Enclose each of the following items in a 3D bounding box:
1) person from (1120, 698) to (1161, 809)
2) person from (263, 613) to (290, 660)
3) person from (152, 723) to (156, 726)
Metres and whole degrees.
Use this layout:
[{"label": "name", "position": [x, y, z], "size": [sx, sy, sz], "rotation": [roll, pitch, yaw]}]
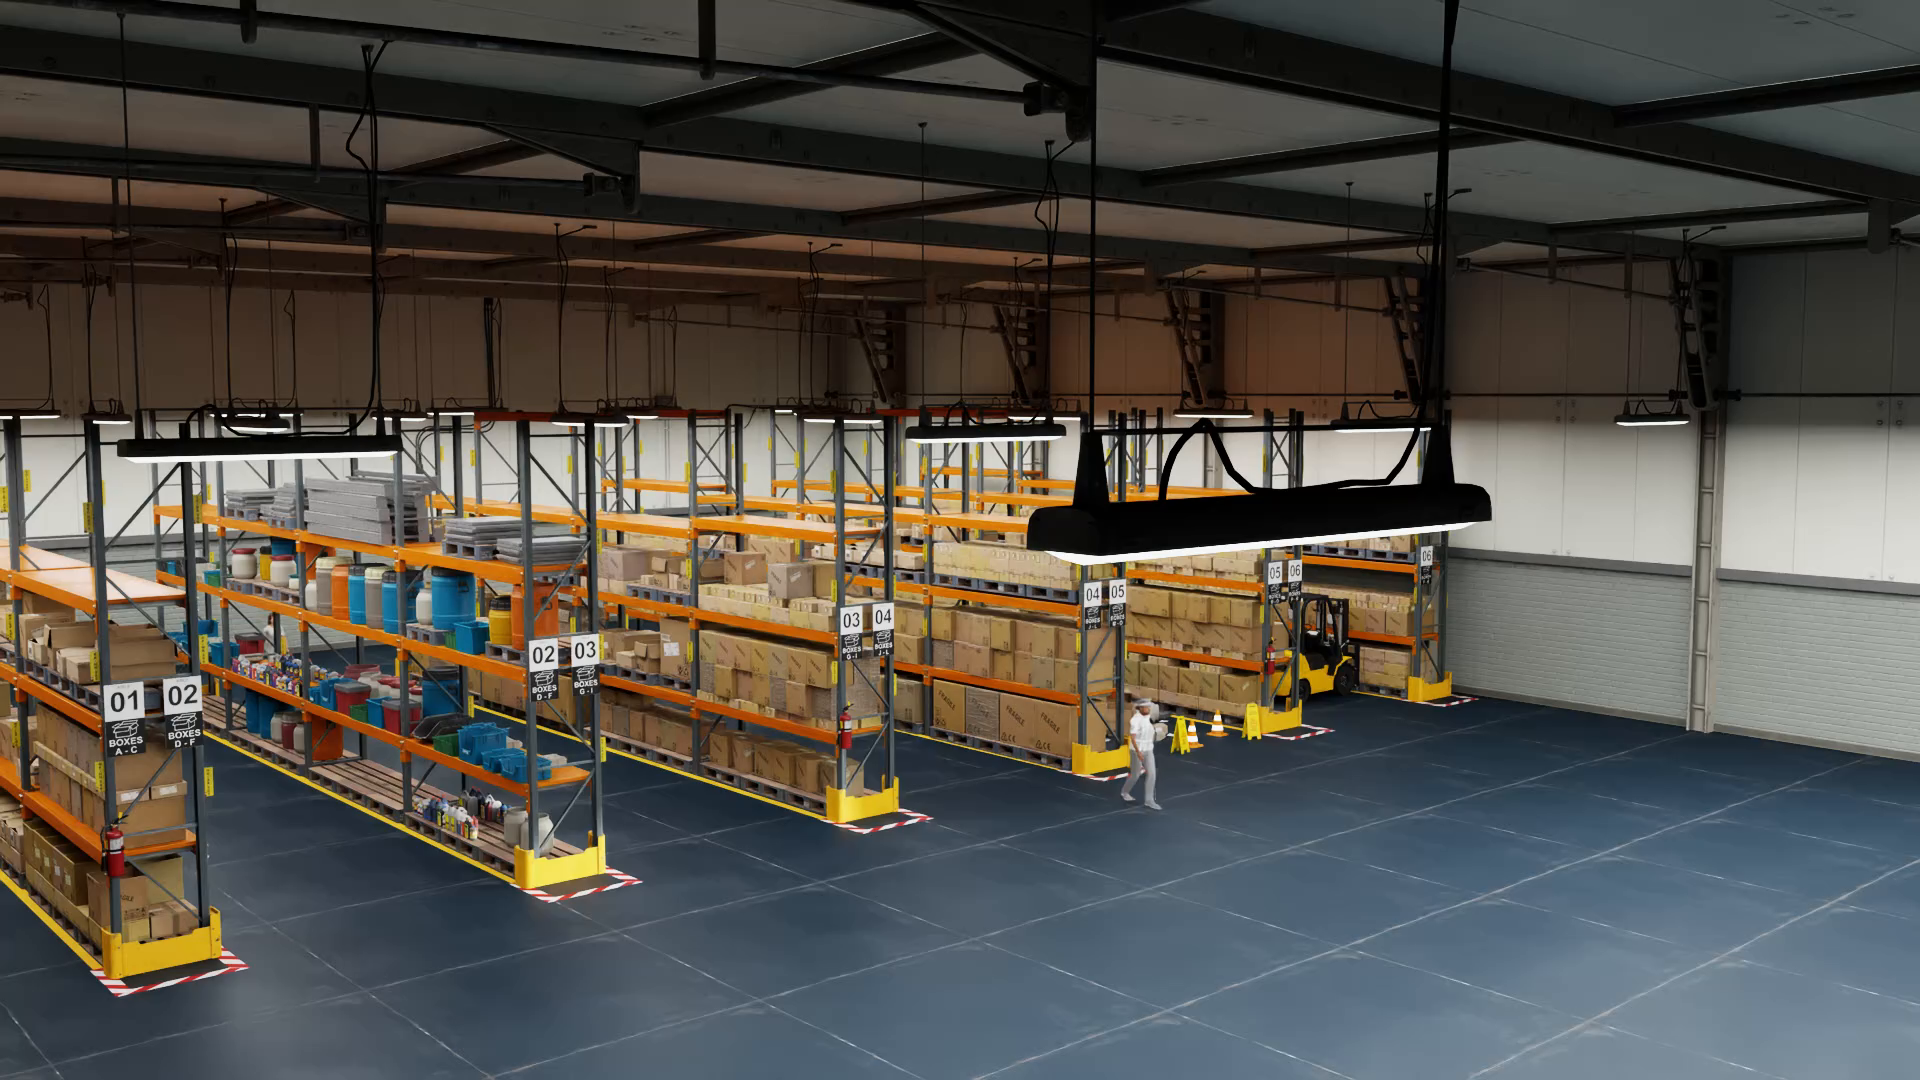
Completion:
[{"label": "person", "position": [2.813, 3.268, 25.635], "size": [0.764, 1.672, 0.538], "rotation": [5, 7, 44]}, {"label": "person", "position": [-14.707, 2.376, 35.706], "size": [0.547, 1.605, 1.064], "rotation": [-4, 6, -38]}, {"label": "person", "position": [-13.807, 2.989, 27.979], "size": [0.589, 1.751, 0.487], "rotation": [-3, 6, -27]}]
